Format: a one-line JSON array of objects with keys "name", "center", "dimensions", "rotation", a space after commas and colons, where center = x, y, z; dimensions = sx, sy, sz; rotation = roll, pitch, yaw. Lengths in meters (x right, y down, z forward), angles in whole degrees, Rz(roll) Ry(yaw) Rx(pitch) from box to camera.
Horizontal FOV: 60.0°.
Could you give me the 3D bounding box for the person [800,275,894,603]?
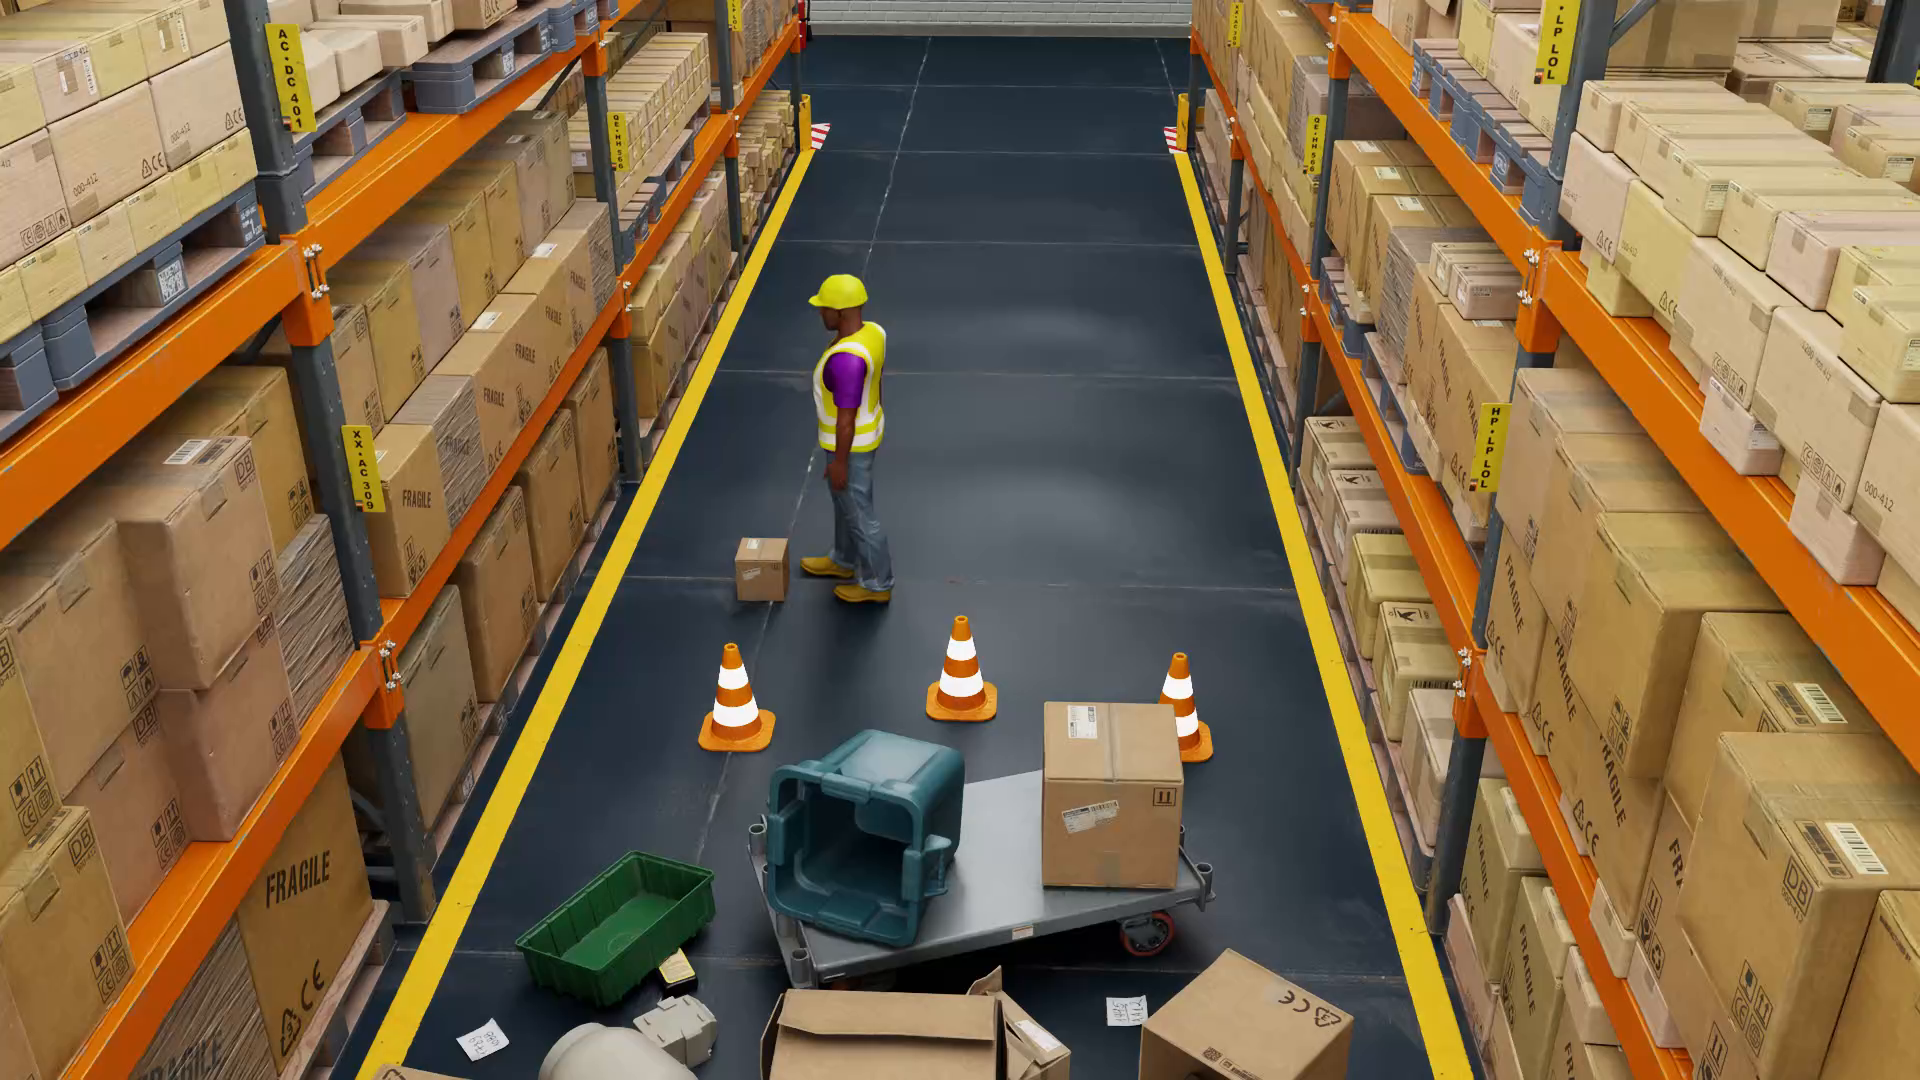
[{"name": "person", "center": [-0.619, -0.519, 8.561], "dimensions": [0.570, 1.774, 0.600], "rotation": [4, 28, 7]}]
